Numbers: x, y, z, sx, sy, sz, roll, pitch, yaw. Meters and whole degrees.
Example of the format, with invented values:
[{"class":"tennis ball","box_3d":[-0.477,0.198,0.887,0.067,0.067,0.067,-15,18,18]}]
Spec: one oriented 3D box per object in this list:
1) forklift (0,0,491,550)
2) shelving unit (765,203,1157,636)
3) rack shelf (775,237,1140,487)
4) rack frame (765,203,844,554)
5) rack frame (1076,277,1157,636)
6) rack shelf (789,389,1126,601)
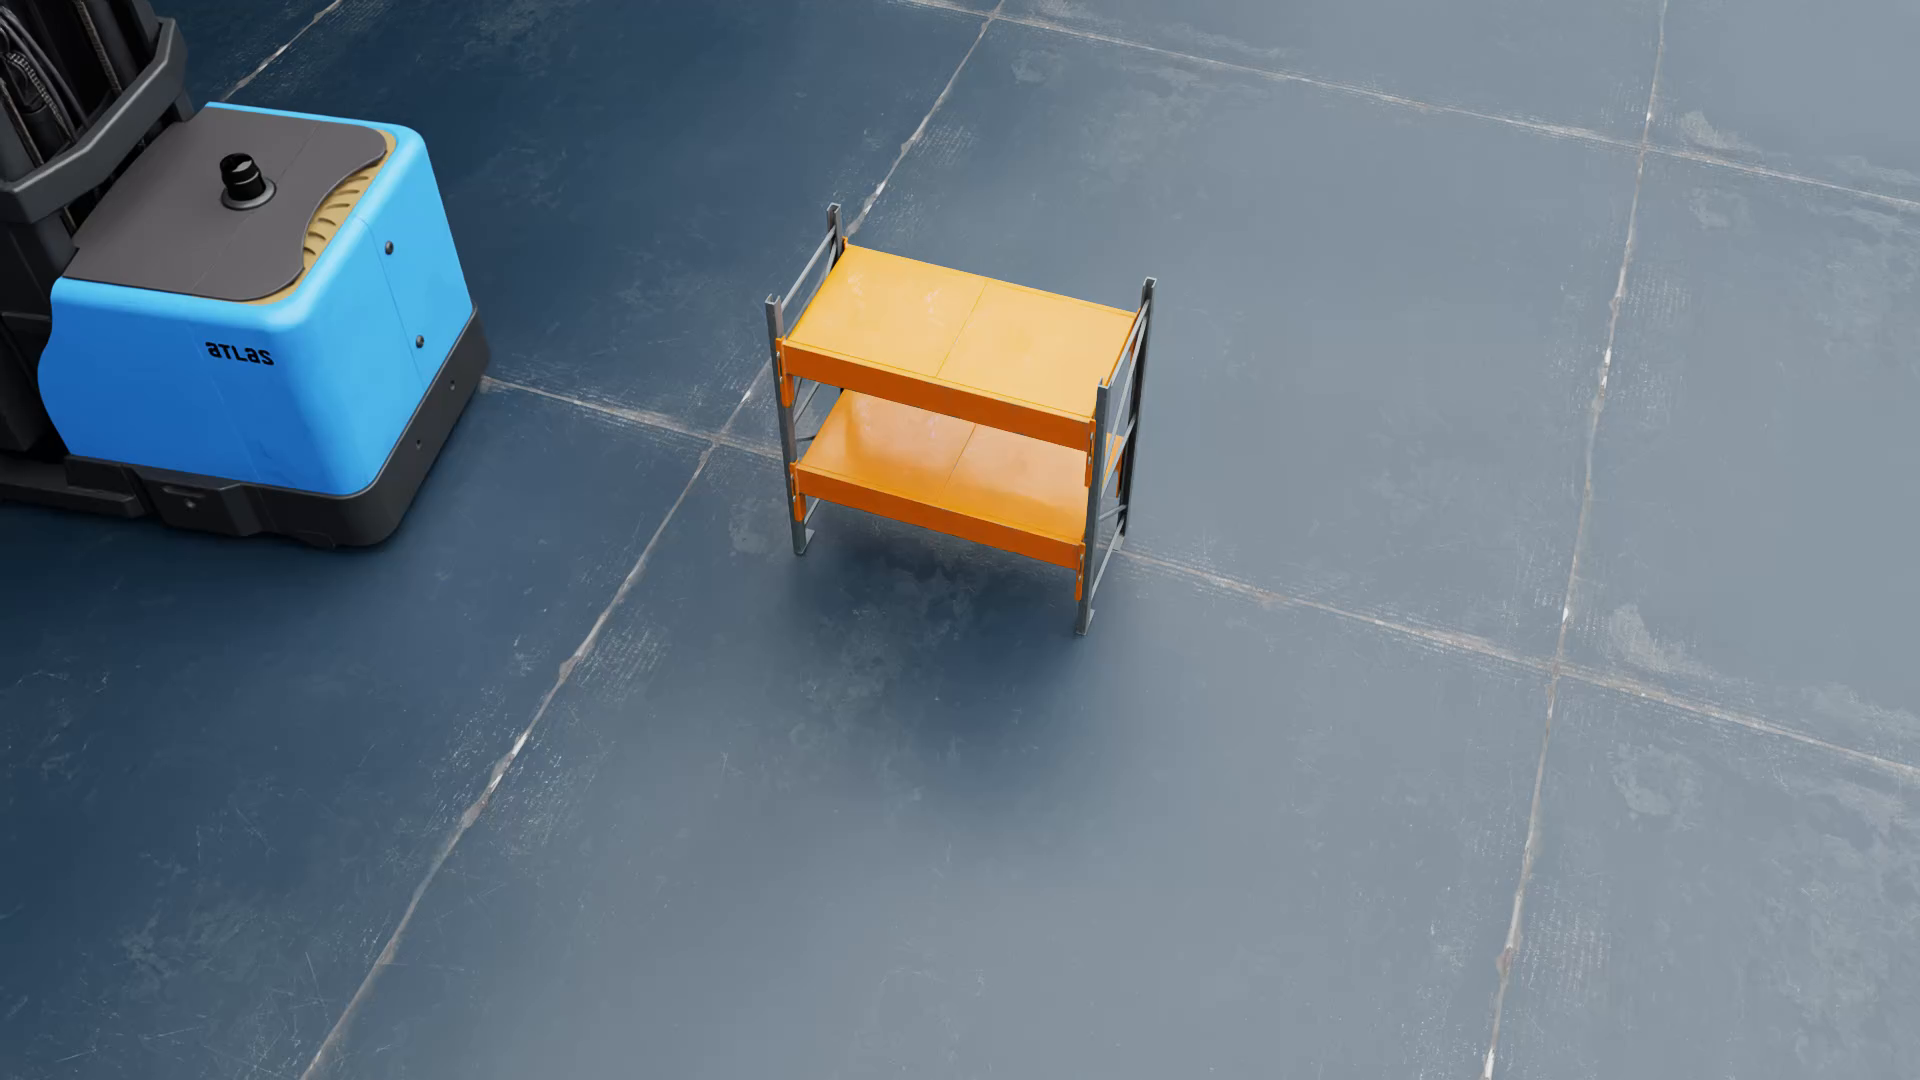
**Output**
[{"class":"forklift","box_3d":[-3.333,-1.490,5.102,3.031,2.935,1.130,9,50,7]},{"class":"shelving unit","box_3d":[0.006,-0.367,5.323,1.048,1.125,0.538,16,51,13]},{"class":"rack shelf","box_3d":[0.006,-0.558,5.102,1.000,0.278,0.538,16,51,13]},{"class":"rack frame","box_3d":[-0.471,-0.500,5.439,0.032,1.125,0.500,16,51,13]},{"class":"rack frame","box_3d":[0.483,-0.234,5.208,0.032,1.125,0.500,16,51,13]},{"class":"rack shelf","box_3d":[0.006,-0.207,5.508,1.000,0.278,0.538,16,51,13]}]
